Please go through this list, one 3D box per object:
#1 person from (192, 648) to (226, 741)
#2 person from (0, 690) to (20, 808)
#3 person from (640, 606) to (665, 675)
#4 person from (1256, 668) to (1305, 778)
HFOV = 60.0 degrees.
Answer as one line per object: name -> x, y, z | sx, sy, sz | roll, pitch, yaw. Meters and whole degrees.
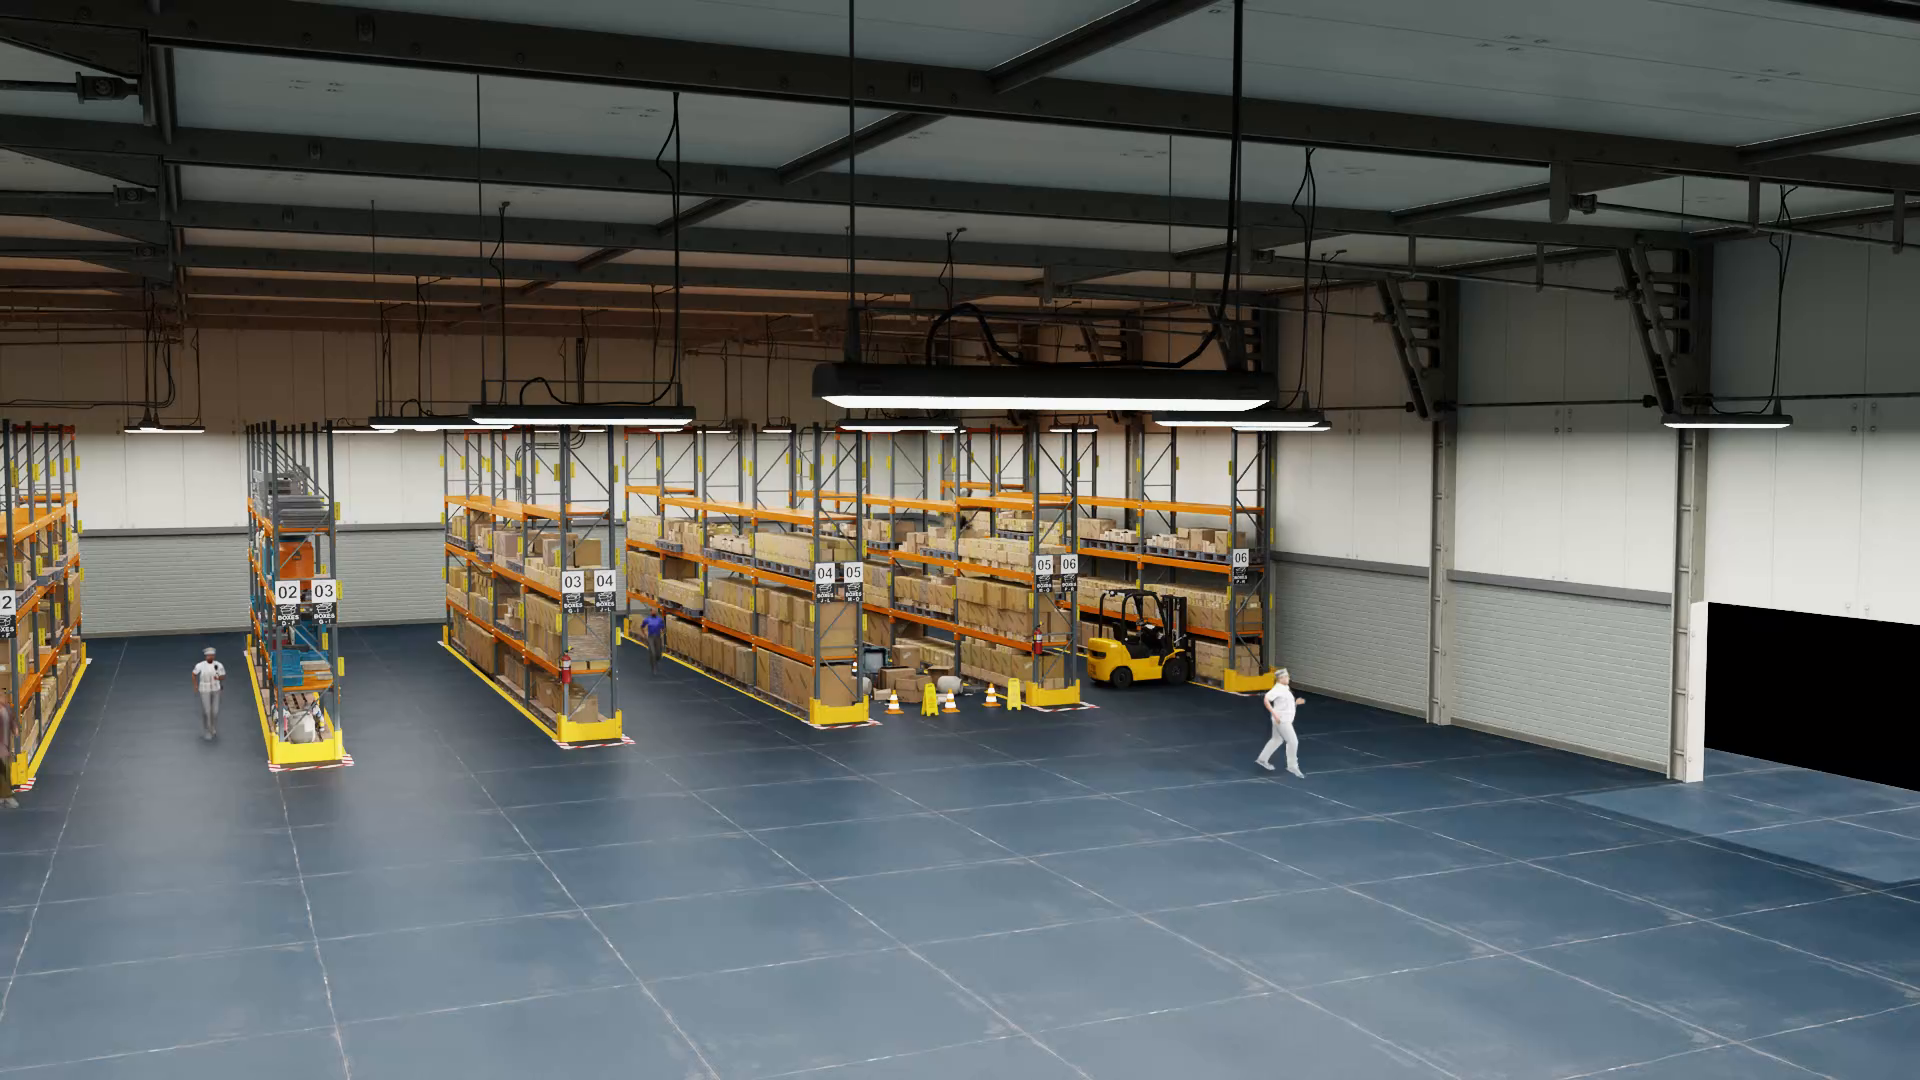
person -> -14.216, 2.908, 31.524 | 0.547, 1.751, 0.761 | -3, 4, -36
person -> -14.987, 3.216, 25.834 | 0.937, 1.819, 0.718 | 0, 4, 6
person -> -7.378, 2.413, 40.023 | 0.588, 1.610, 0.815 | -2, 4, -25
person -> 5.429, 3.078, 28.091 | 0.827, 1.834, 0.640 | 1, 4, 16
